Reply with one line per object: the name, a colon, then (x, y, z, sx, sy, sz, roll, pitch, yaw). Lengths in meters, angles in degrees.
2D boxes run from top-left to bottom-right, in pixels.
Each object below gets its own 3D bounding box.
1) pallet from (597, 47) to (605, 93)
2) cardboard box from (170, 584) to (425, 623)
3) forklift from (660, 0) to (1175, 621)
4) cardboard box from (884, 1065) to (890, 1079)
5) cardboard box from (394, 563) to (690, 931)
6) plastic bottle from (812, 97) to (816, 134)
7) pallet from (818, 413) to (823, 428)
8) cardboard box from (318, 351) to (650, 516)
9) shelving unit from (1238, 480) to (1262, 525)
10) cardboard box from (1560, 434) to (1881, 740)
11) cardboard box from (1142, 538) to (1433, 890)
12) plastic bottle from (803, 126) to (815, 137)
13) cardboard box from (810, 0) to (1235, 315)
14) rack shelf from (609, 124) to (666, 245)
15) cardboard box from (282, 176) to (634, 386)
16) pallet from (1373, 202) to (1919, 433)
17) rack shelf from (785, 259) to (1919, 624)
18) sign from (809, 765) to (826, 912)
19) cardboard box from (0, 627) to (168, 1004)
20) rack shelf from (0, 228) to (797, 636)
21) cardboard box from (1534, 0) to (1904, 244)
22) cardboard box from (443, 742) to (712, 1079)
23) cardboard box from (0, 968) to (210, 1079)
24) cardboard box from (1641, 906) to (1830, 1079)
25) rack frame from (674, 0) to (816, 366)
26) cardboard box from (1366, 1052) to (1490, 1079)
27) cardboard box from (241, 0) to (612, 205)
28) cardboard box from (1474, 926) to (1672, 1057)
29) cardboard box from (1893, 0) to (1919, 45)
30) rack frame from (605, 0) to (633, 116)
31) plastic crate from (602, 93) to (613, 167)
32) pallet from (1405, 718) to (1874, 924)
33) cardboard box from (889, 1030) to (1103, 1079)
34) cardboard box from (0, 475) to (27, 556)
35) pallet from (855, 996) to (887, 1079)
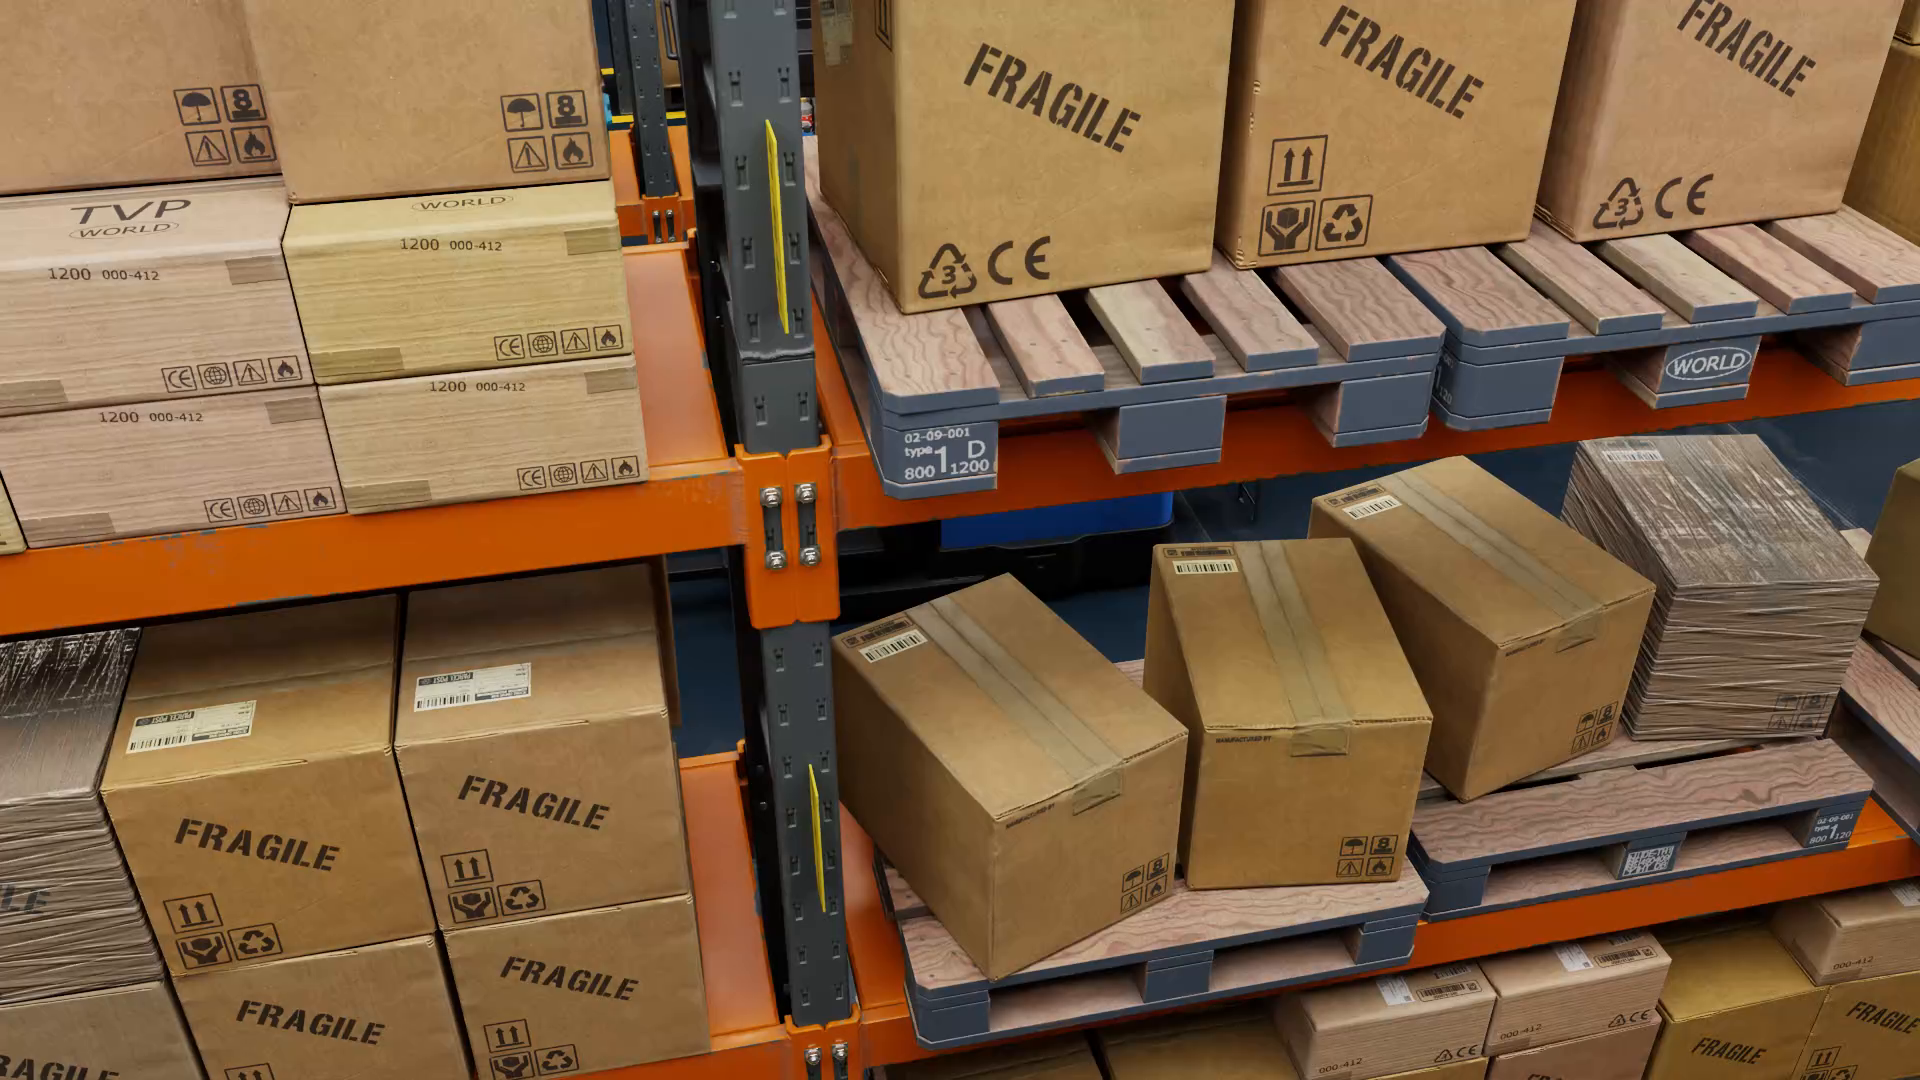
pallet: (-3.358, -3.503, 12.781, 1.213, 0.211, 1.003, -7, 35, -11)
cardboard box: (-1.442, 0.184, 3.796, 0.500, 0.500, 0.500, -8, 35, -12)
forklift: (-0.619, -1.151, 6.836, 3.031, 2.935, 1.130, -6, 34, -9)
cardboard box: (0.001, 1.311, 4.953, 0.500, 0.500, 0.500, -7, 35, -11)
cardboard box: (-0.853, 0.418, 3.447, 0.500, 0.500, 0.500, -7, 34, -10)
plastic bottle: (-0.650, -2.212, 8.399, 0.185, 0.351, 0.144, -7, 35, -11)
pallet: (-0.745, -0.935, 8.953, 1.213, 0.211, 1.003, -7, 35, -11)
cardboard box: (-0.833, -0.307, 2.958, 0.500, 0.250, 0.500, -7, 35, -11)
shelving unit: (1.135, -0.612, 7.585, 0.503, 1.200, 0.258, -6, 34, -9)
cardboard box: (1.961, 0.112, 4.425, 0.500, 0.500, 0.700, -1, 34, -2)
cardboard box: (0.751, 0.401, 3.994, 0.500, 0.500, 0.700, -2, 34, -3)
plastic bottle: (-0.721, -1.833, 7.904, 0.097, 0.271, 0.097, 0, 34, 0)
cardboard box: (0.090, -0.853, 3.080, 0.600, 0.600, 0.600, -10, 35, -15)
rack shelf: (-3.457, -1.476, 7.903, 4.000, 0.370, 1.077, -7, 35, -11)
cardboard box: (-0.832, -0.511, 2.814, 0.500, 0.250, 0.500, -7, 35, -11)
pallet: (1.245, -0.666, 3.528, 1.003, 0.211, 1.213, -7, 35, -11)
rack shelf: (1.533, -0.520, 3.787, 4.000, 0.370, 1.077, -7, 35, -11)
sign: (-0.290, 0.607, 3.377, 0.005, 0.325, 0.100, -7, 35, -11)
cardboard box: (-1.844, 0.545, 3.259, 0.500, 0.500, 0.500, -7, 34, -10)
rack shelf: (-2.368, -0.029, 3.054, 4.000, 0.370, 1.077, -7, 35, -11)
cardboard box: (1.391, -1.018, 3.327, 0.600, 0.600, 0.600, -9, 35, -12)
cardboard box: (-0.848, 0.832, 3.729, 0.500, 0.500, 0.500, -7, 34, -10)
cardboard box: (-1.851, 0.960, 3.537, 0.500, 0.500, 0.500, -6, 34, -9)
cardboard box: (2.119, 1.342, 4.907, 0.500, 0.500, 0.500, -8, 35, -12)
rack frame: (-0.417, -1.819, 2.385, 0.127, 3.000, 1.000, -7, 35, -11)
cardboard box: (1.115, 1.472, 4.714, 0.500, 0.500, 0.500, -7, 34, -10)
cardboard box: (-0.883, -0.949, 2.794, 0.500, 0.500, 0.700, -7, 35, -11)
cardboard box: (1.573, 1.104, 4.588, 0.500, 0.250, 0.500, -8, 35, -11)
cardboard box: (2.062, -1.346, 3.385, 0.500, 0.500, 0.500, -7, 35, -11)
rack frame: (-2.599, -4.712, 12.080, 0.127, 3.000, 1.000, -7, 35, -11)
plastic crate: (-1.887, -1.796, 7.695, 0.575, 0.384, 0.392, -7, 35, -11)
pallet: (1.588, 0.502, 4.482, 1.213, 0.211, 1.003, -7, 35, -11)
cardboard box: (0.108, 1.601, 4.521, 0.500, 0.500, 0.500, -9, 35, -13)
cardboard box: (-1.809, -0.185, 2.776, 0.500, 0.250, 0.500, -7, 35, -11)
pallet: (0.368, 1.710, 5.013, 1.213, 0.211, 1.003, -7, 35, -11)
